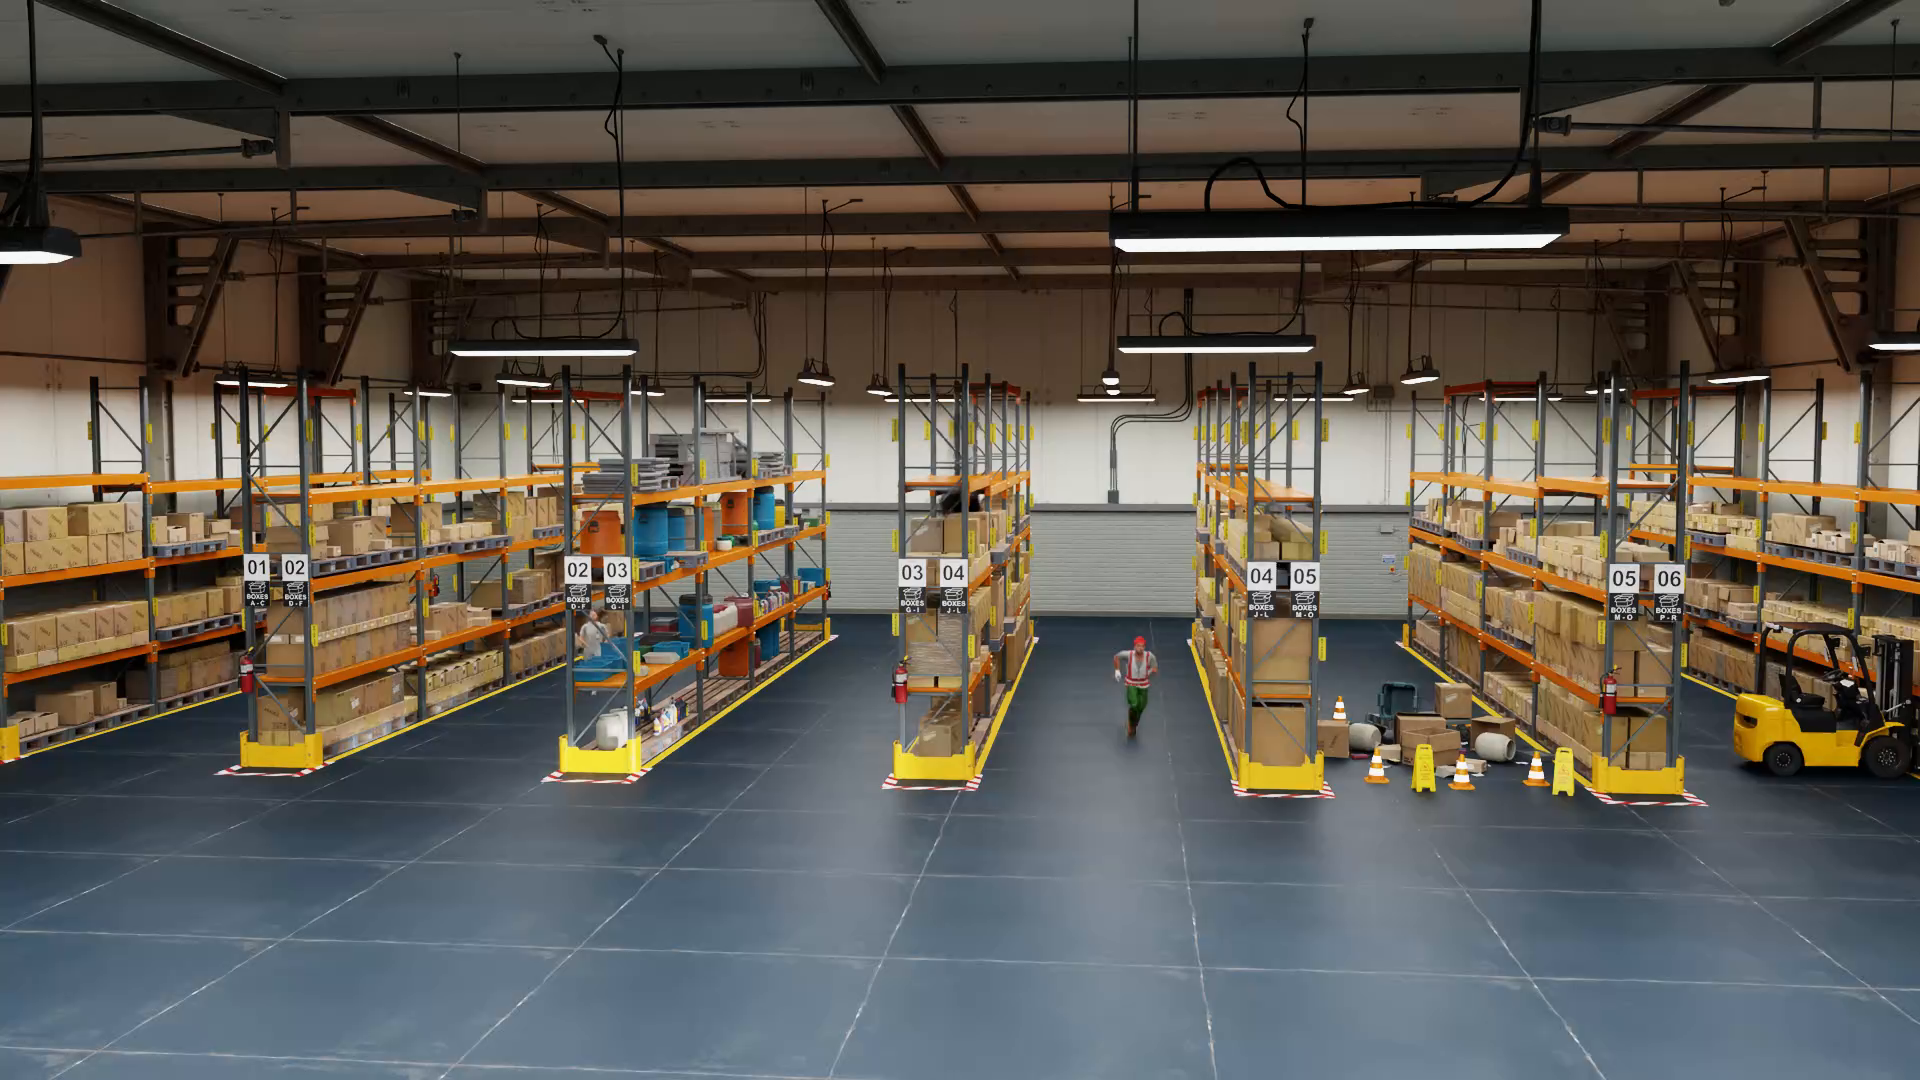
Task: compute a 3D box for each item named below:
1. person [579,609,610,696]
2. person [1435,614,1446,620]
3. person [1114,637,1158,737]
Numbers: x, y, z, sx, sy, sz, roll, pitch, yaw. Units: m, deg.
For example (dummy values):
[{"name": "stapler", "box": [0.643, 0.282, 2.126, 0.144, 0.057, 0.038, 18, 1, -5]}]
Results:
[{"name": "person", "box": [-7.011, 2.140, 31.889, 0.573, 1.628, 0.758, 0, 4, -6]}, {"name": "person", "box": [11.739, 1.660, 40.263, 0.600, 1.519, 0.508, -3, 5, -38]}, {"name": "person", "box": [2.871, 2.393, 27.016, 0.645, 1.681, 0.845, -1, 4, -10]}]
